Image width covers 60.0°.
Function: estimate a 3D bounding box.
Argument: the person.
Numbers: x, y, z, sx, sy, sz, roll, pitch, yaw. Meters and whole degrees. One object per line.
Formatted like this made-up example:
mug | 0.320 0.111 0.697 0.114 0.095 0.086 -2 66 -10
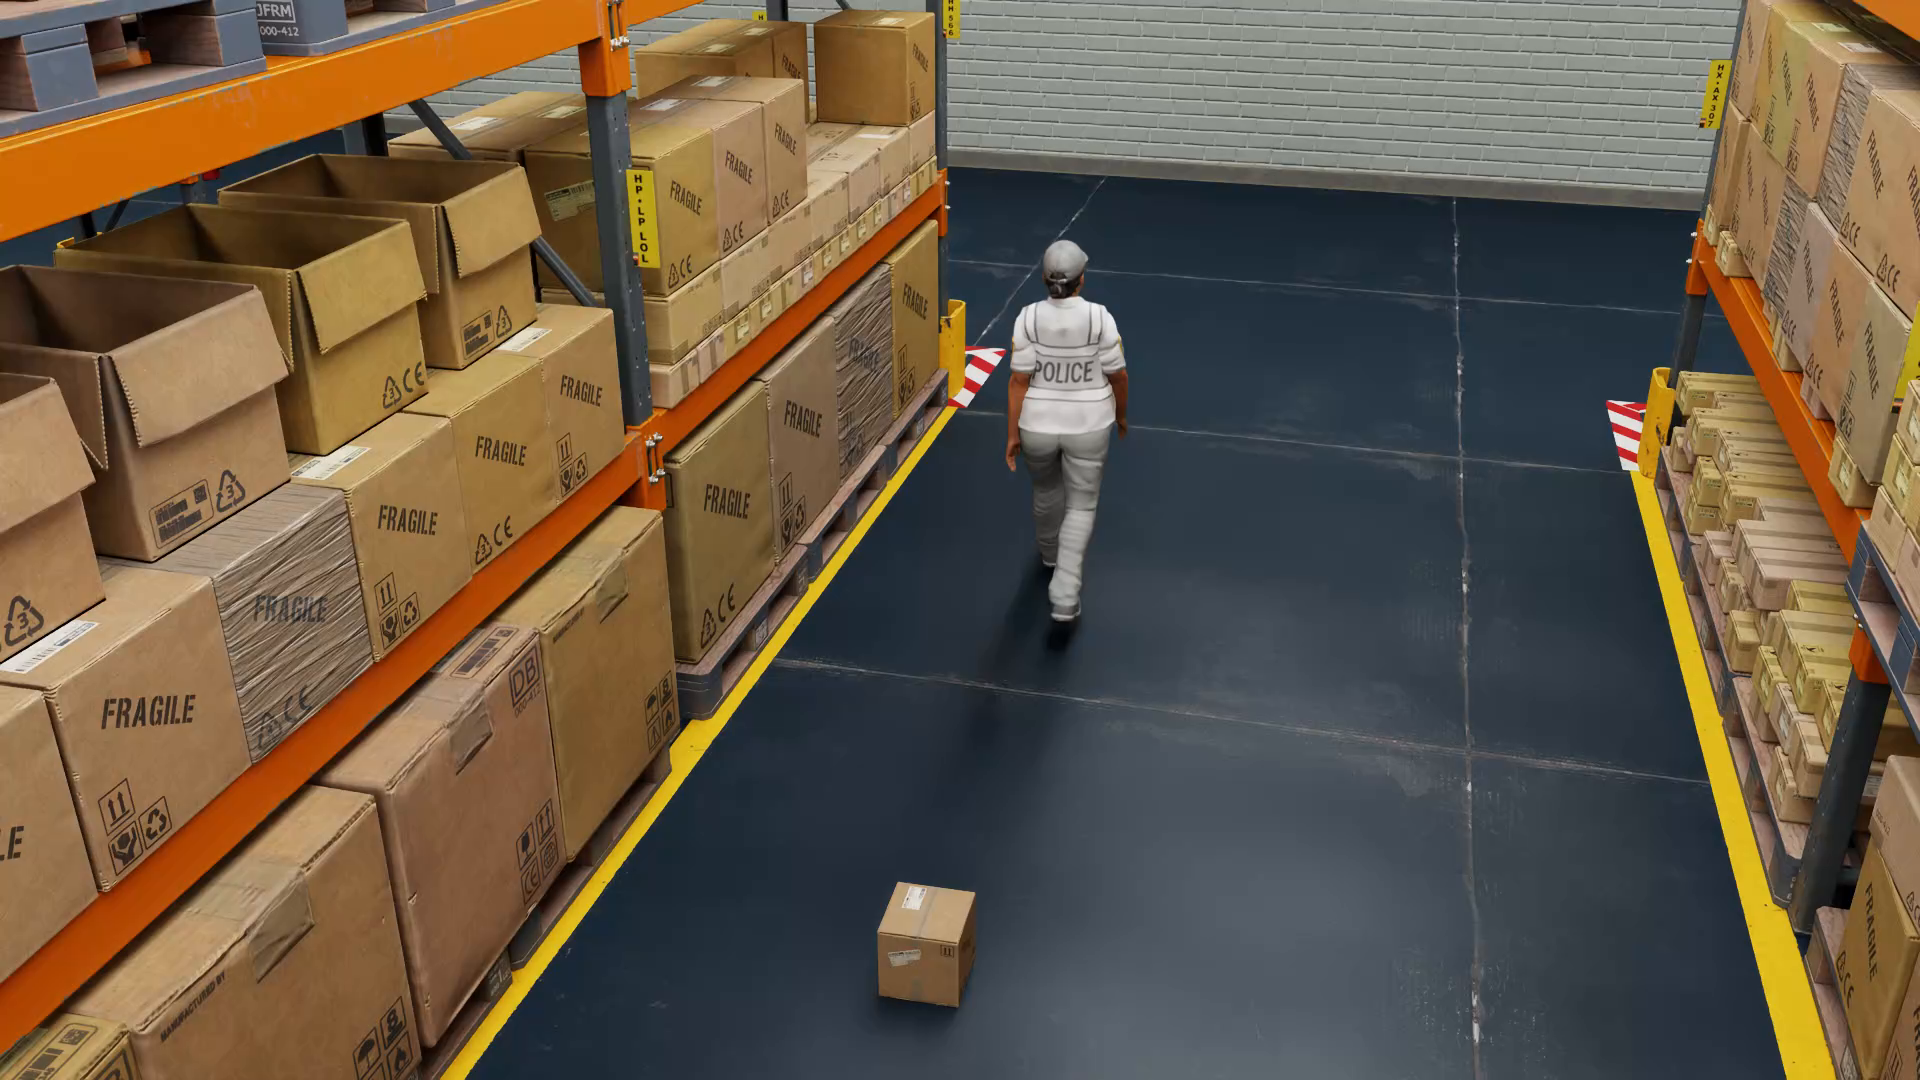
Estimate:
person | 0.466 -0.505 7.162 0.497 1.613 0.989 5 26 11
